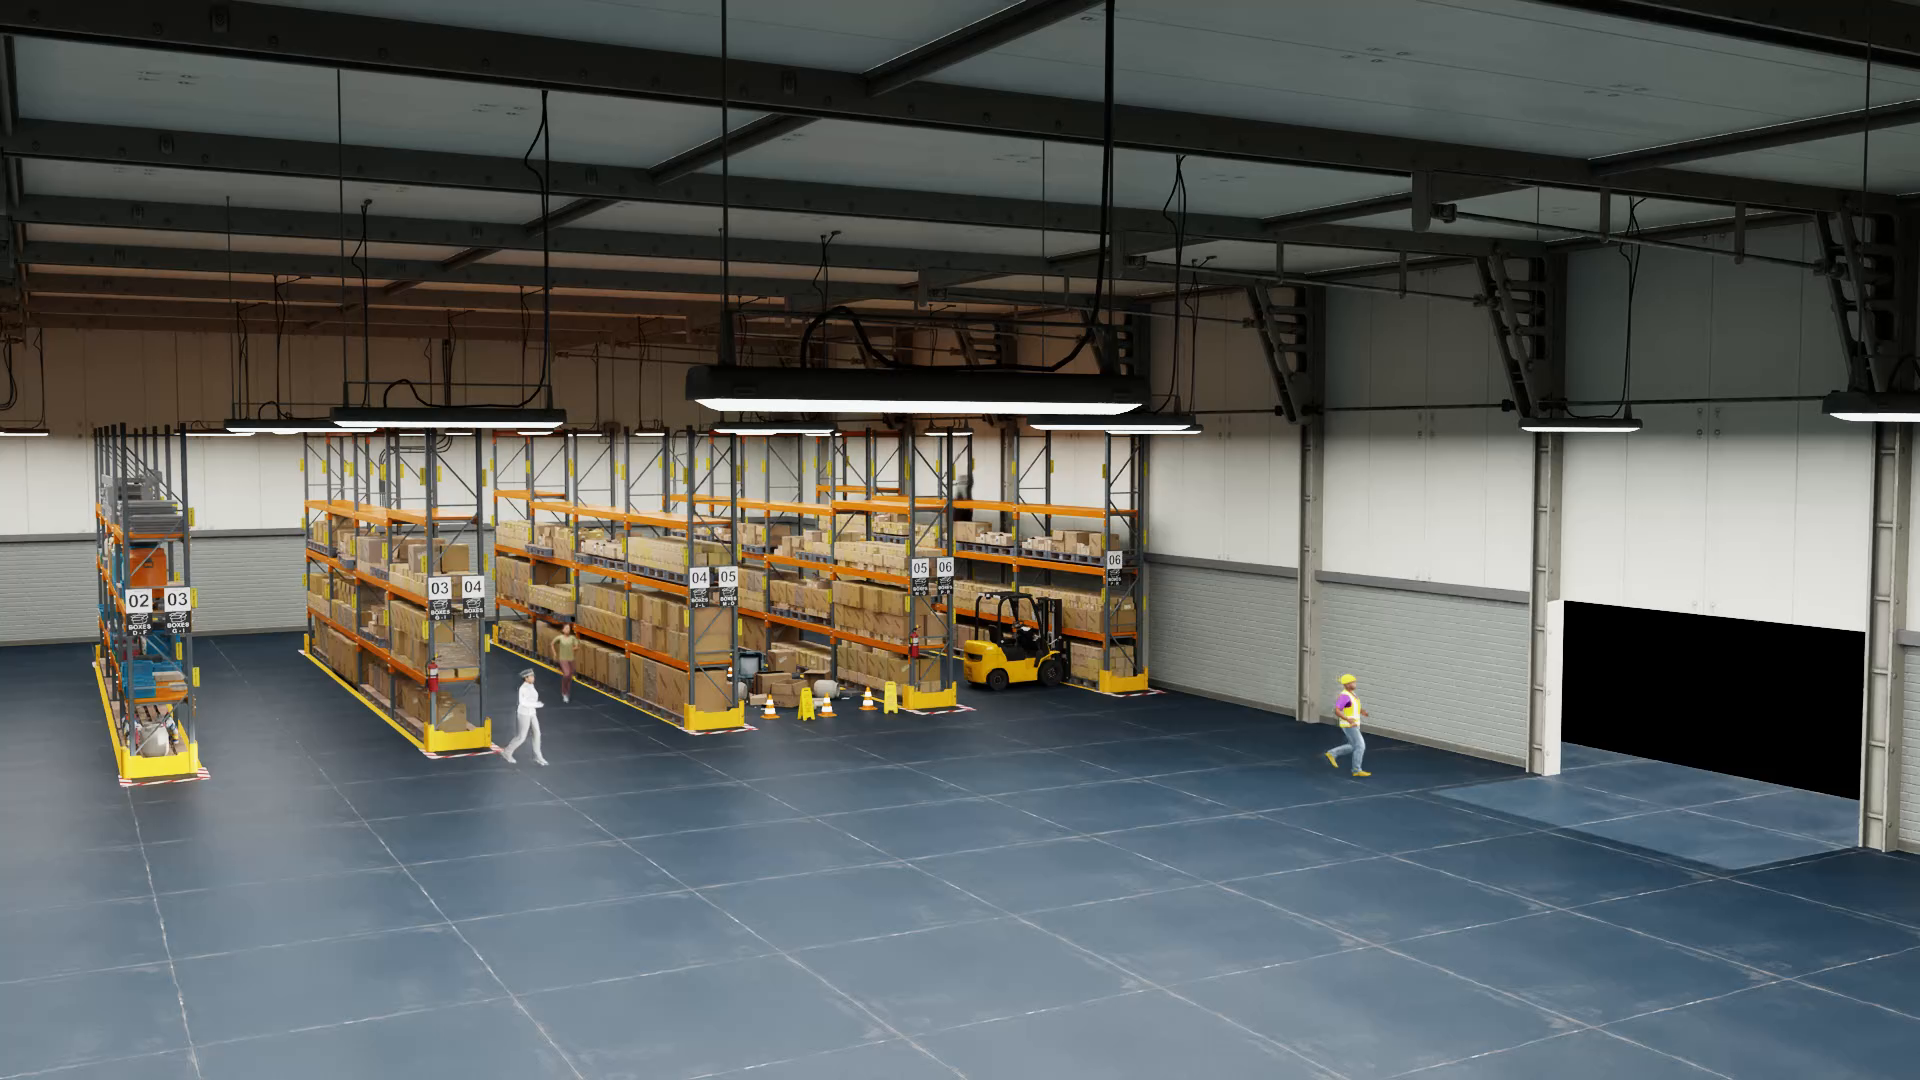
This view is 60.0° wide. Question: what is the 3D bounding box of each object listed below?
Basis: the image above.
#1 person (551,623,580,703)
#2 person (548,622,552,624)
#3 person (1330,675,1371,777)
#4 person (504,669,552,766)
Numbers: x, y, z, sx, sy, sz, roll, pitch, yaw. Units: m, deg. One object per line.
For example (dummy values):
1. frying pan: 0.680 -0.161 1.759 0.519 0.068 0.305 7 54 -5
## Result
1. person: -8.614 2.678 36.439 0.547 1.726 0.749 -2 4 -35
2. person: -11.756 1.985 48.847 0.884 1.659 0.569 -2 4 -27
3. person: 6.643 3.151 28.262 0.702 1.720 0.706 1 4 23
4. person: -7.580 3.110 29.194 0.825 1.725 0.634 0 3 5
